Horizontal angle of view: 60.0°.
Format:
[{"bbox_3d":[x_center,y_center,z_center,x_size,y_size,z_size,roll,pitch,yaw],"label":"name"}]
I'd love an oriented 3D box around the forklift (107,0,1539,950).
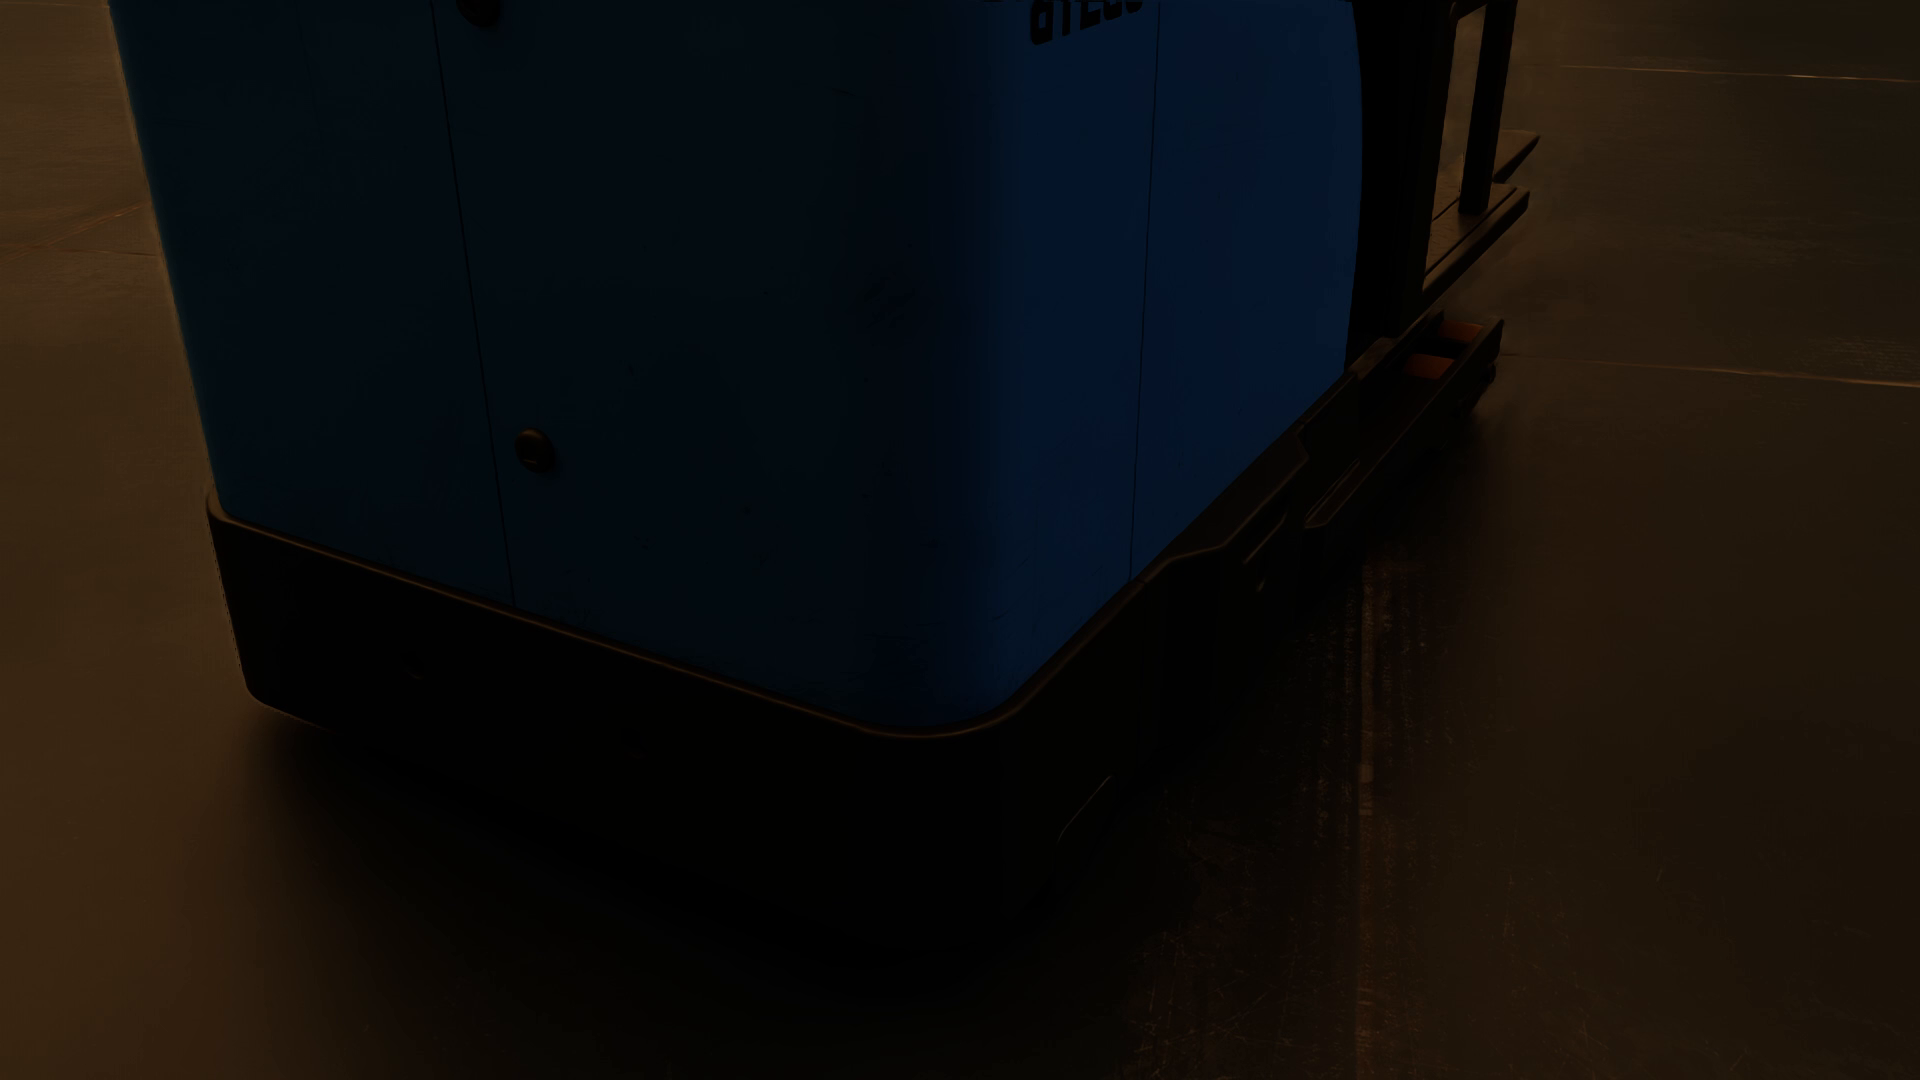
[{"bbox_3d":[0.303,-1.547,2.313,1.130,2.935,3.031,15,30,26],"label":"forklift"}]
